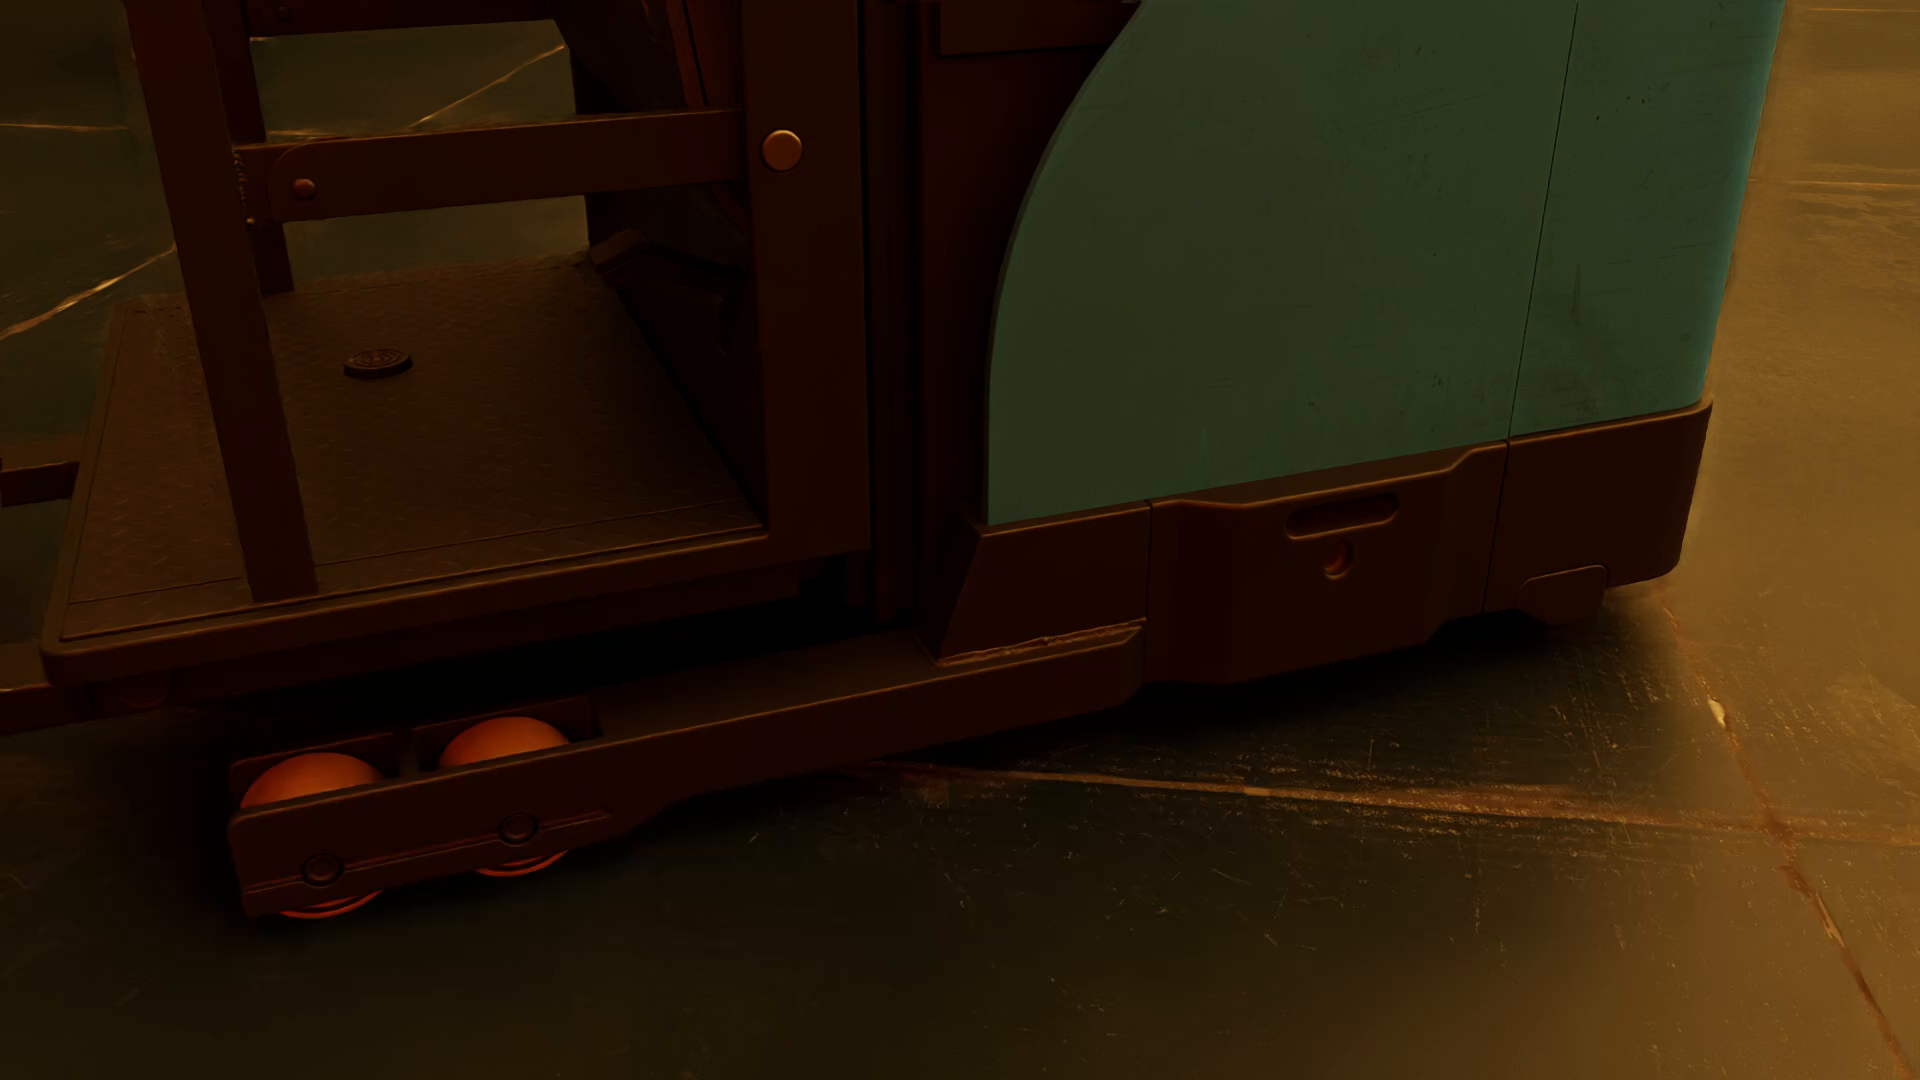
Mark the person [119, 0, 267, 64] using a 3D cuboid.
[{"bbox_3d":[-2.783,-2.443,5.693,0.537,1.678,1.057,2,27,3],"label":"person"}]

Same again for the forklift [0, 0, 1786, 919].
[{"bbox_3d":[-0.576,-1.188,1.599,3.031,2.935,1.130,-10,28,-19],"label":"forklift"}]
